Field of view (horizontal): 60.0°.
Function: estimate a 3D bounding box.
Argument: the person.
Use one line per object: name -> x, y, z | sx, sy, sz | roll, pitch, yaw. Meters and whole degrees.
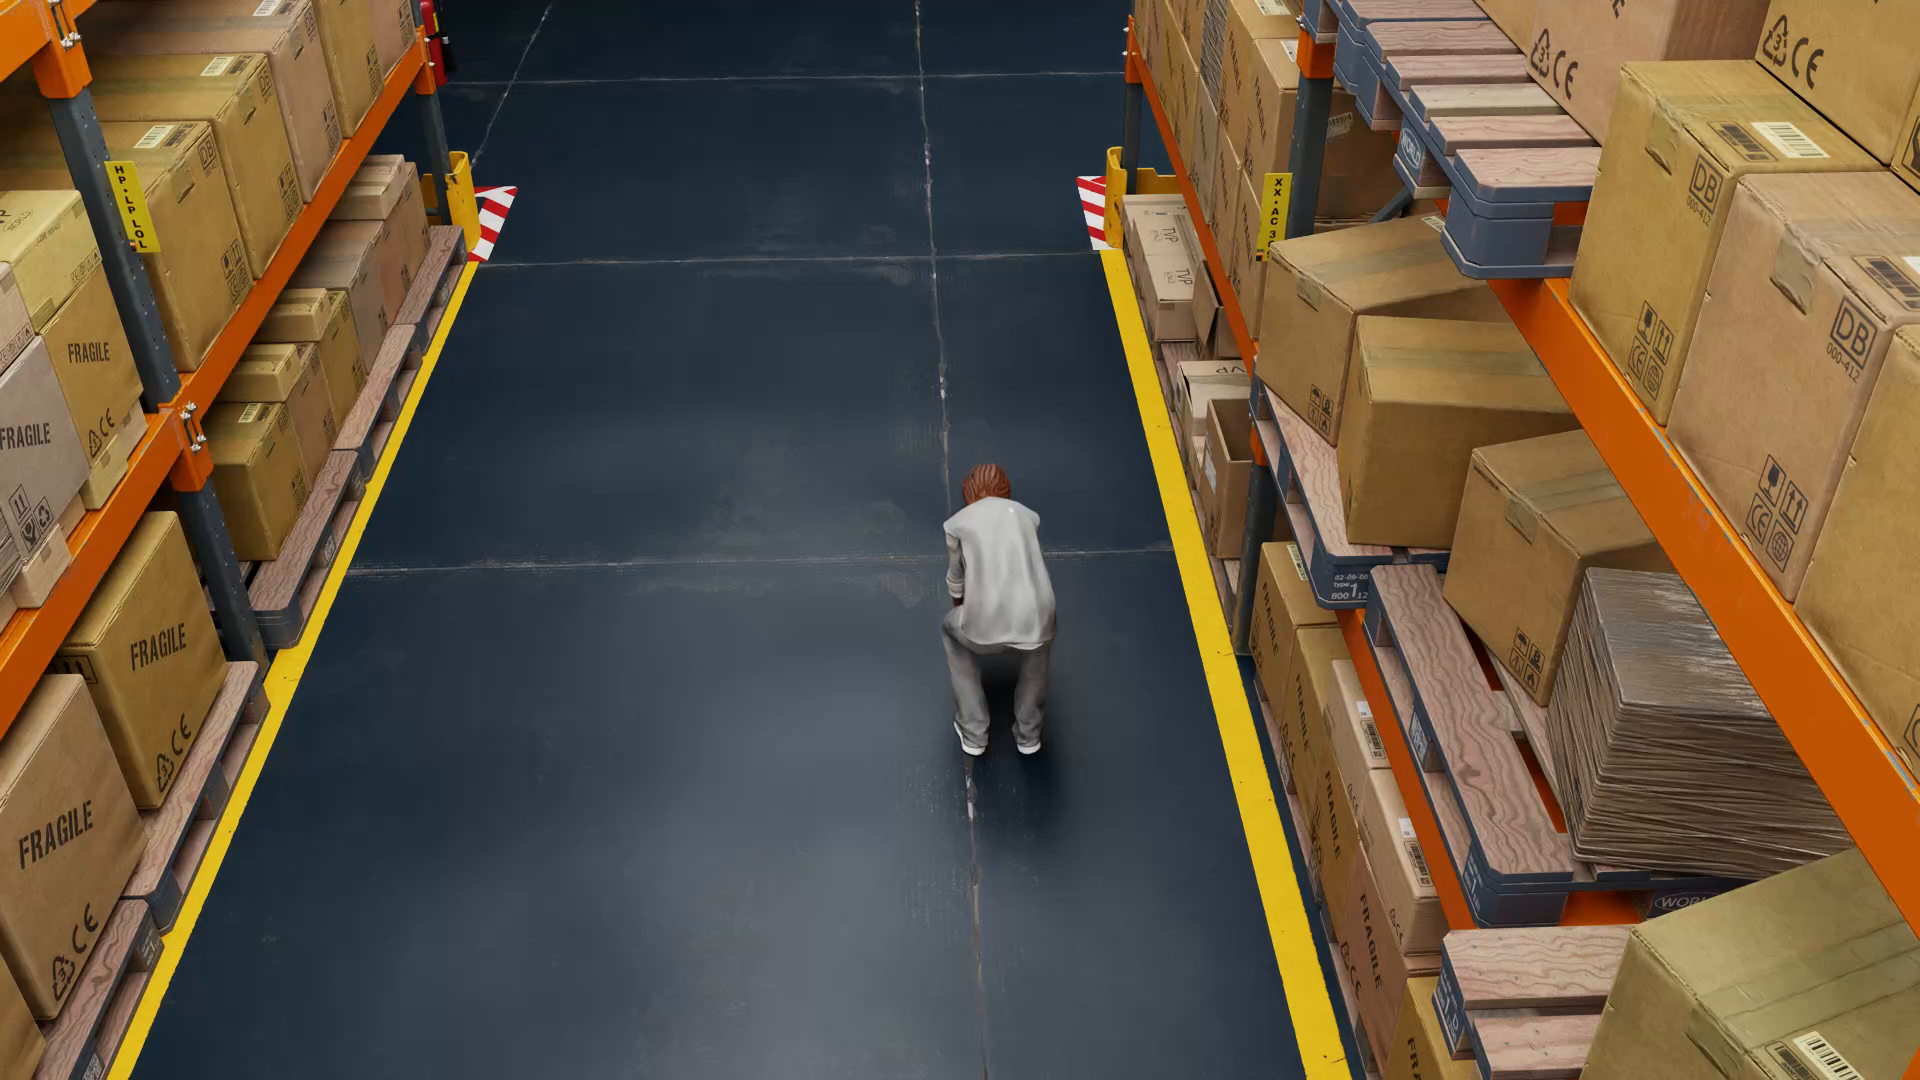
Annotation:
person -> 0.141, 0.292, 6.316 | 0.427, 0.936, 0.863 | -3, 36, -4
